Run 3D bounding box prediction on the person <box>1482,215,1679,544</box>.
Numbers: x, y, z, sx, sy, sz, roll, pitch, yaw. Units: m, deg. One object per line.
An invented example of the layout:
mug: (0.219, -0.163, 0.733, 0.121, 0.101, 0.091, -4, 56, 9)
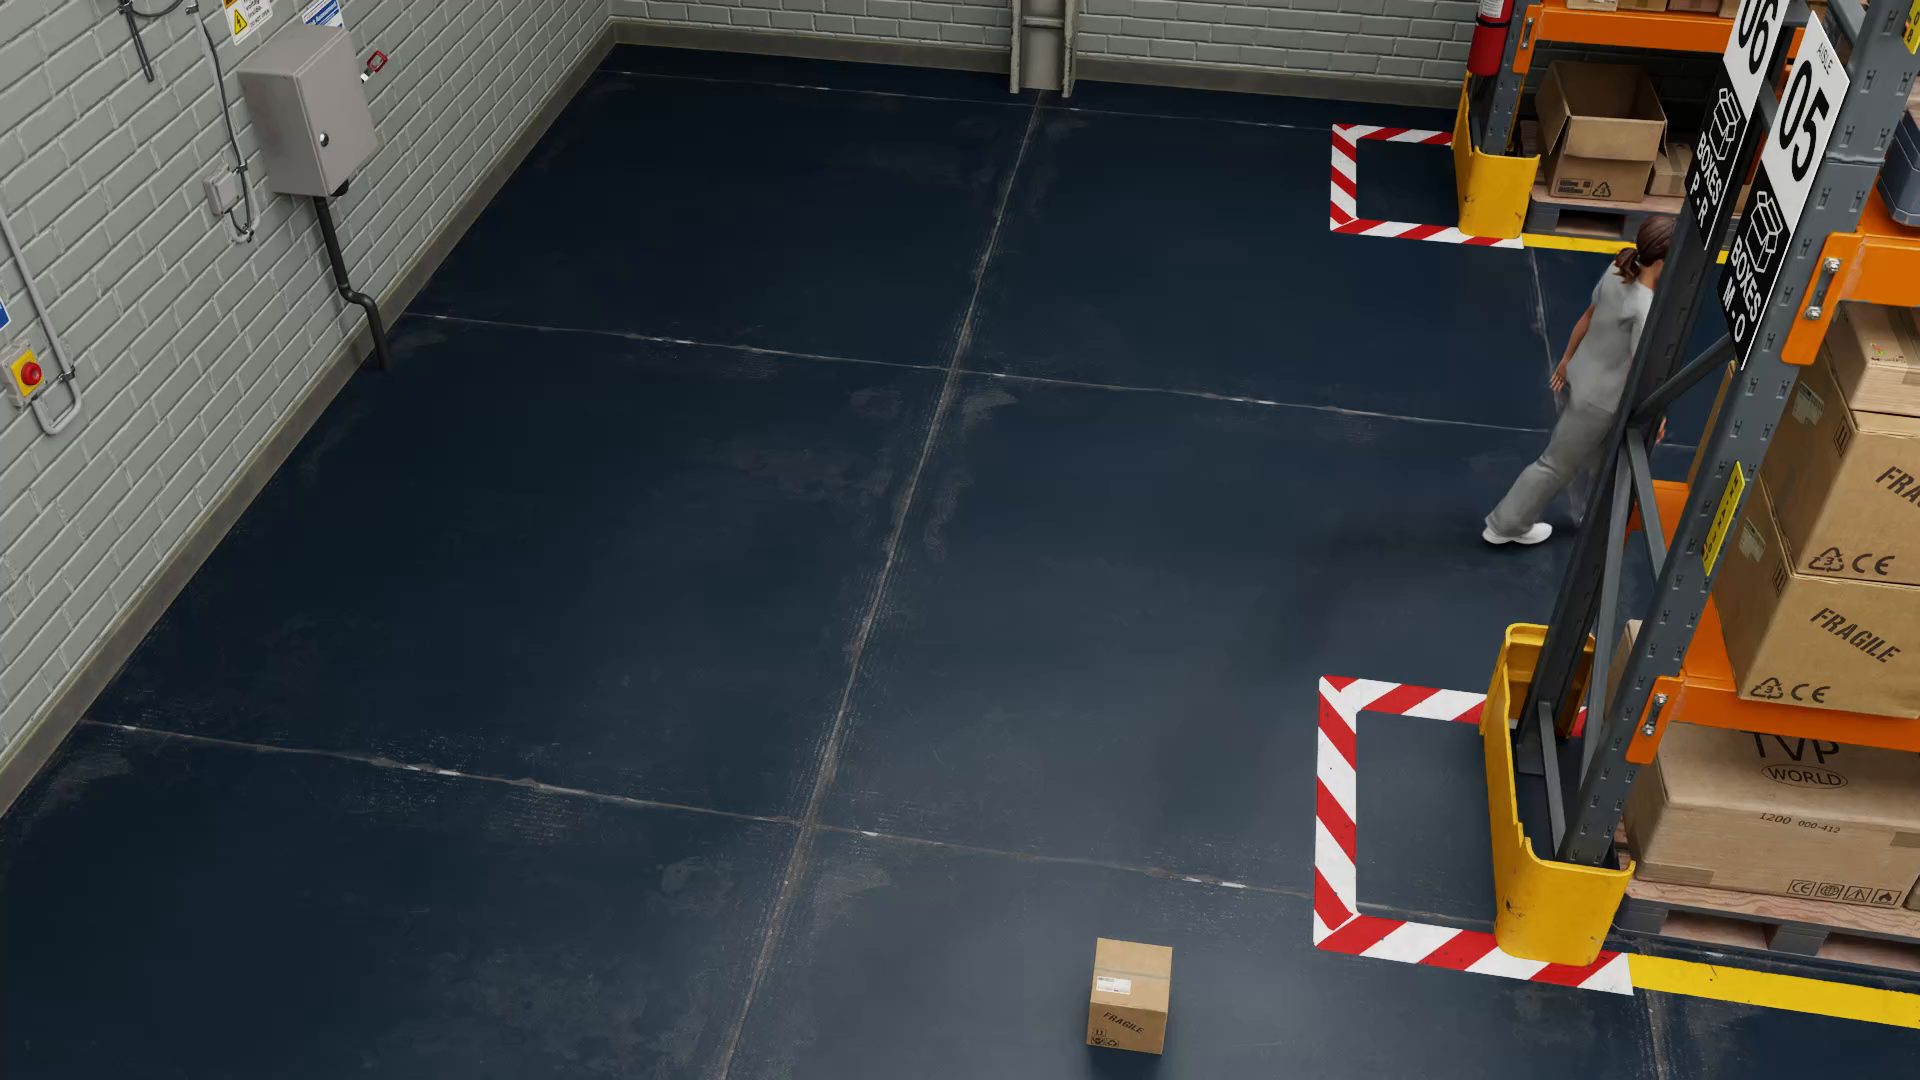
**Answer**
person: (2.678, -0.587, 6.852, 0.723, 1.691, 0.481, 2, 41, 2)
